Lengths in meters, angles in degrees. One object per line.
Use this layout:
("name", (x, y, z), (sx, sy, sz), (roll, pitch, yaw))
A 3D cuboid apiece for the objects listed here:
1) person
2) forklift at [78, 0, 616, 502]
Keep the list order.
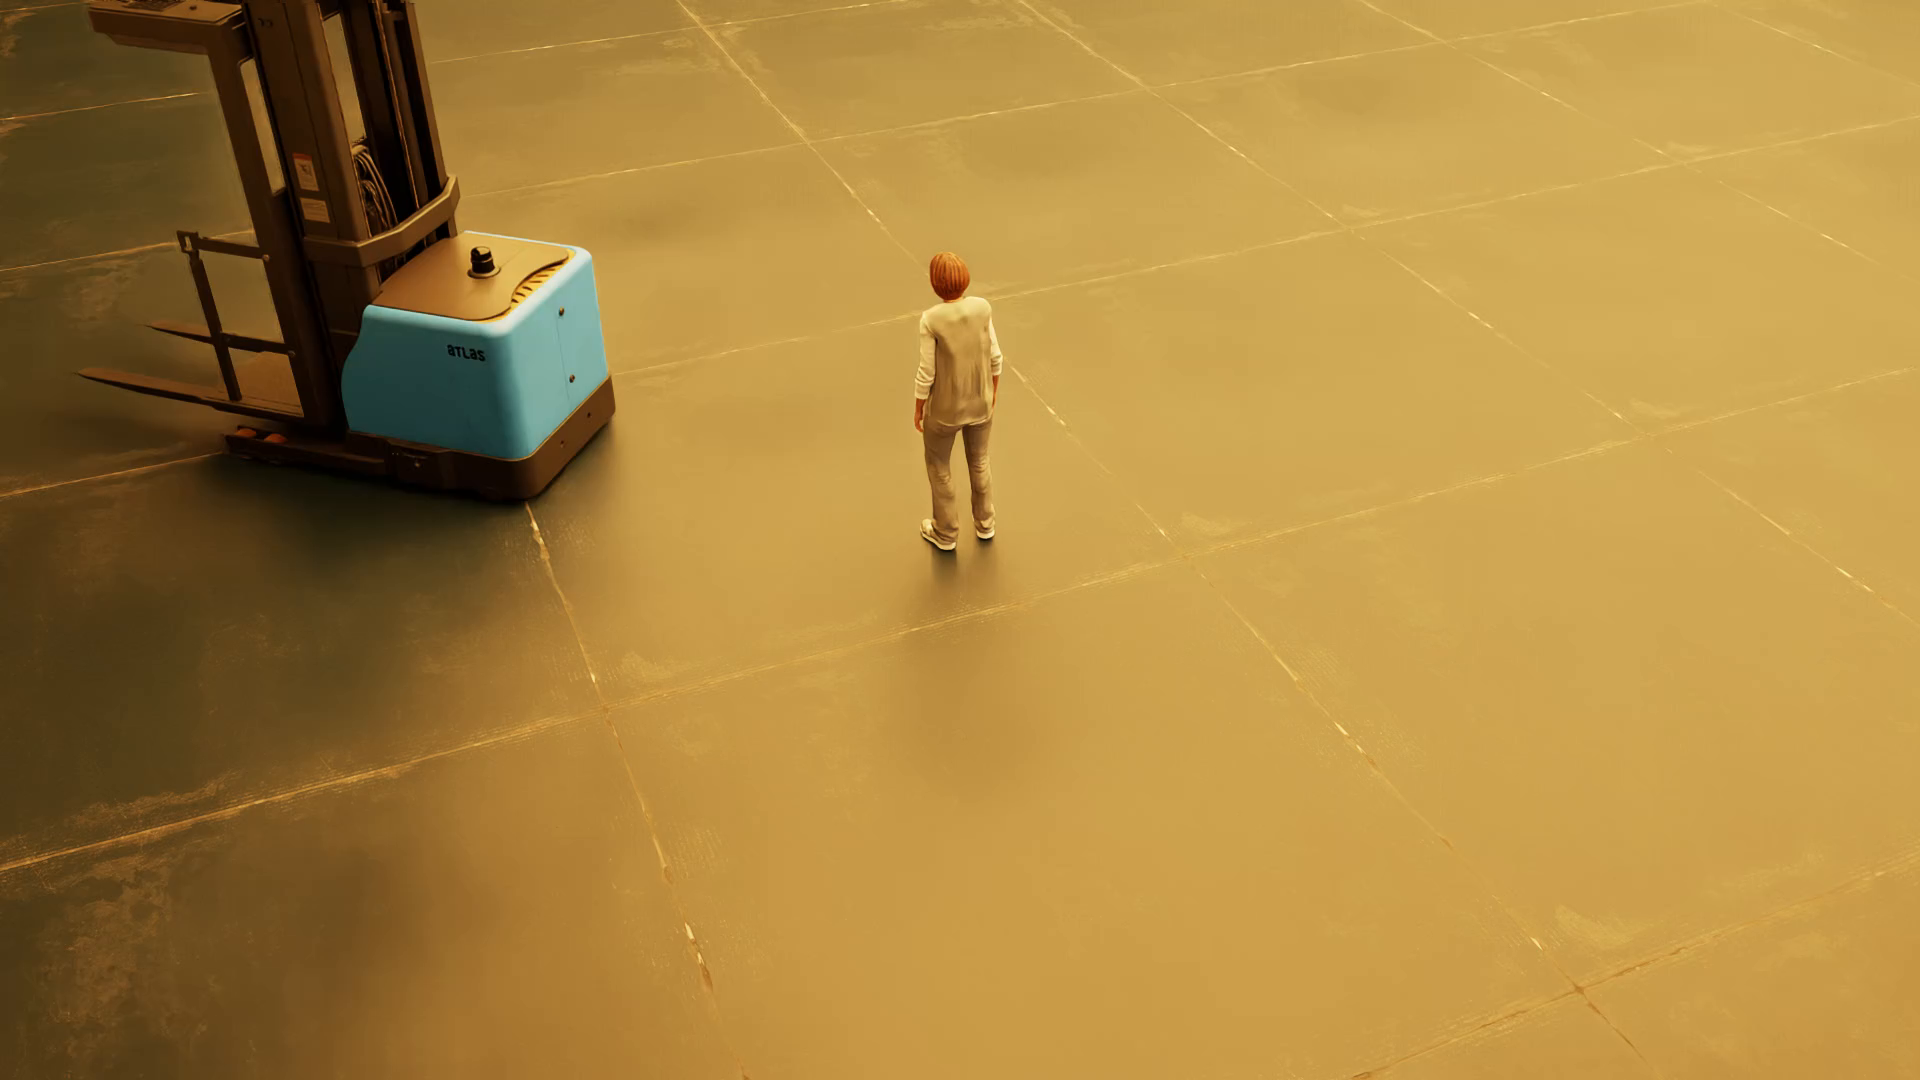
("person", (-0.014, -0.658, 8.180), (0.467, 1.592, 0.344), (-15, 38, -20))
("forklift", (-3.552, -1.894, 8.762), (3.031, 2.935, 1.130), (10, 37, 14))
